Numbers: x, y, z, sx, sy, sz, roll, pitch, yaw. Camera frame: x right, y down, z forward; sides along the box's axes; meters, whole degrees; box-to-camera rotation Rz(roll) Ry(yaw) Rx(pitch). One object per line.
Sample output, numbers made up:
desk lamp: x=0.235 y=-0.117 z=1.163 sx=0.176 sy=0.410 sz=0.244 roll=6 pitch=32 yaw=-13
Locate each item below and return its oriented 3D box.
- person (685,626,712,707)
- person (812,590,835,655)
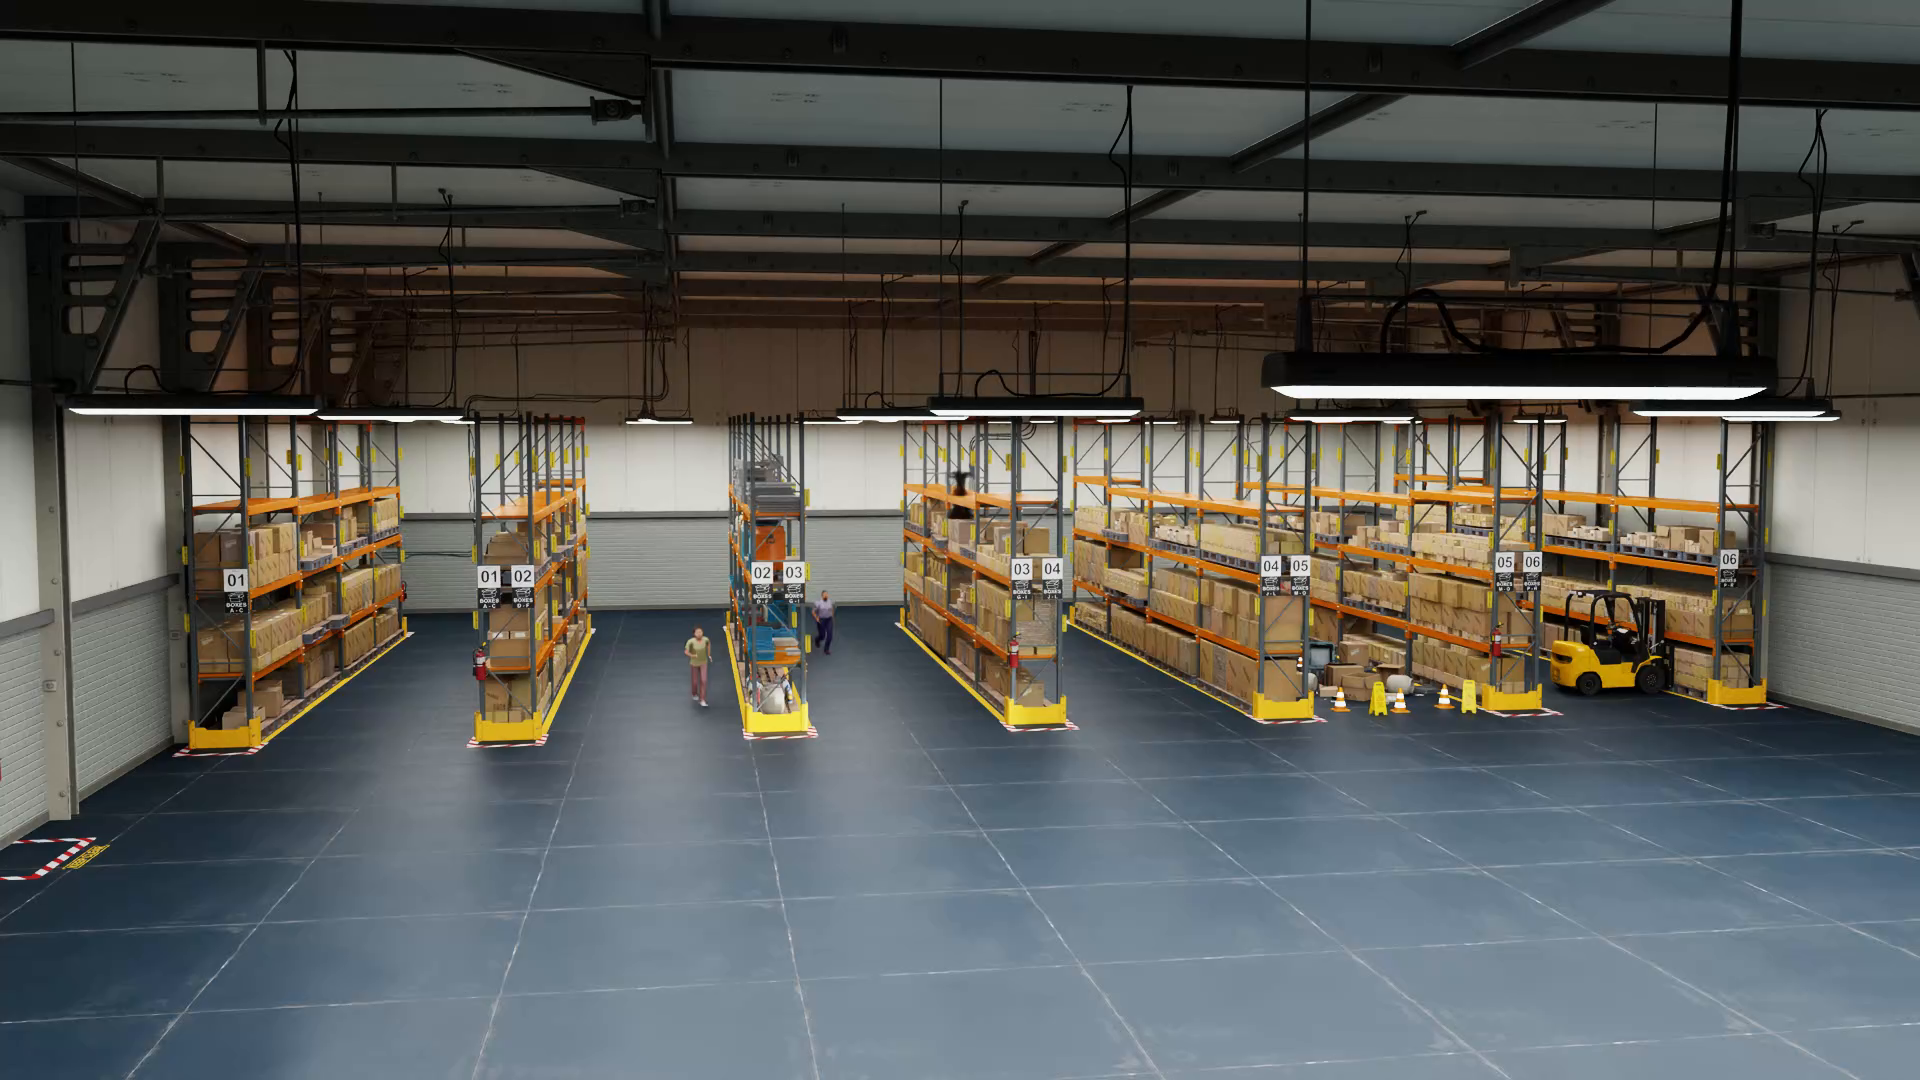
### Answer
person: x=-5.401 y=2.570 z=34.282 sx=0.572 sy=1.639 sz=0.937 roll=-1 pitch=4 yaw=-15
person: x=-3.437 y=2.074 z=42.057 sx=0.608 sy=1.613 sz=0.627 roll=-2 pitch=4 yaw=-25
